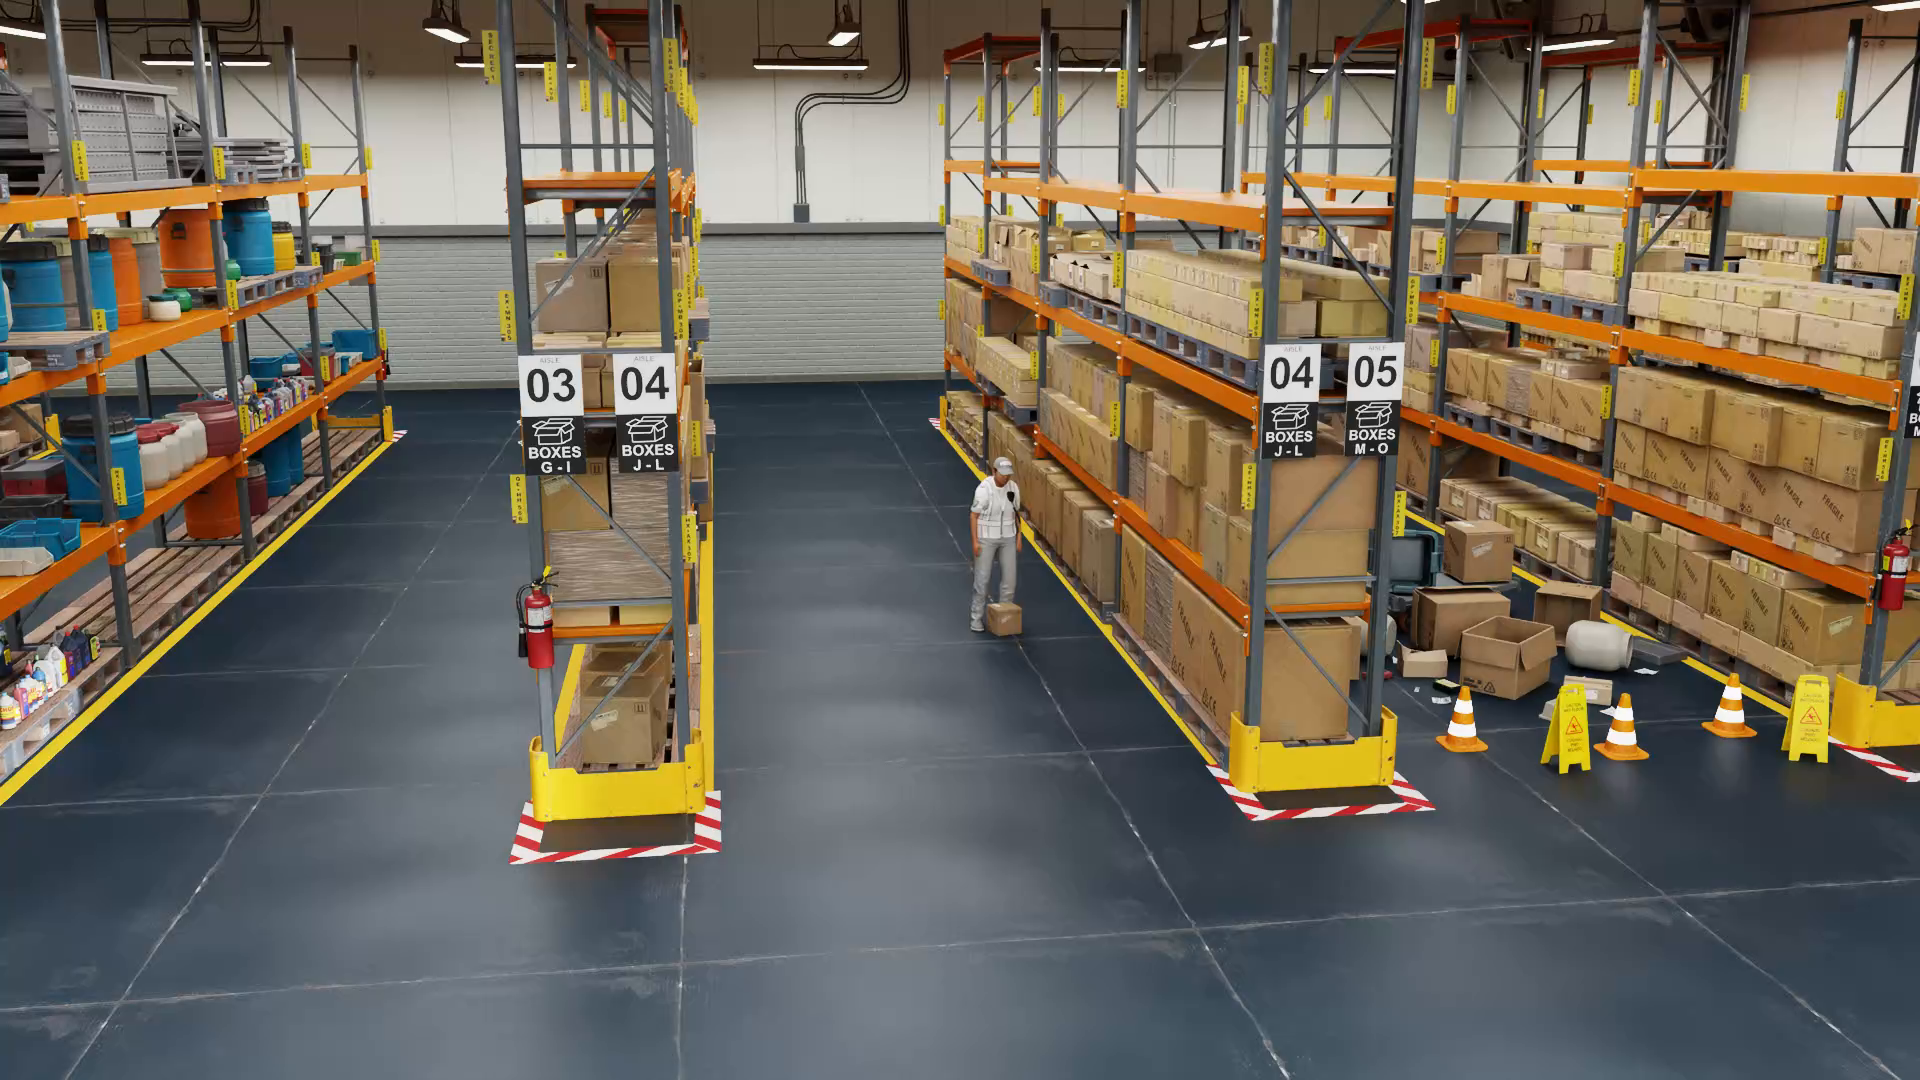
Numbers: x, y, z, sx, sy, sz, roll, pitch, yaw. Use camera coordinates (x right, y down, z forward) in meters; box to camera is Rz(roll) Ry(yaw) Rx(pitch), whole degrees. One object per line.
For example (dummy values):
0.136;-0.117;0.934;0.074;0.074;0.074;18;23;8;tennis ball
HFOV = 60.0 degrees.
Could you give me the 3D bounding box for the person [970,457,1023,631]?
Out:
0.343;0.017;15.900;0.565;1.665;0.470;-5;14;-22;person
